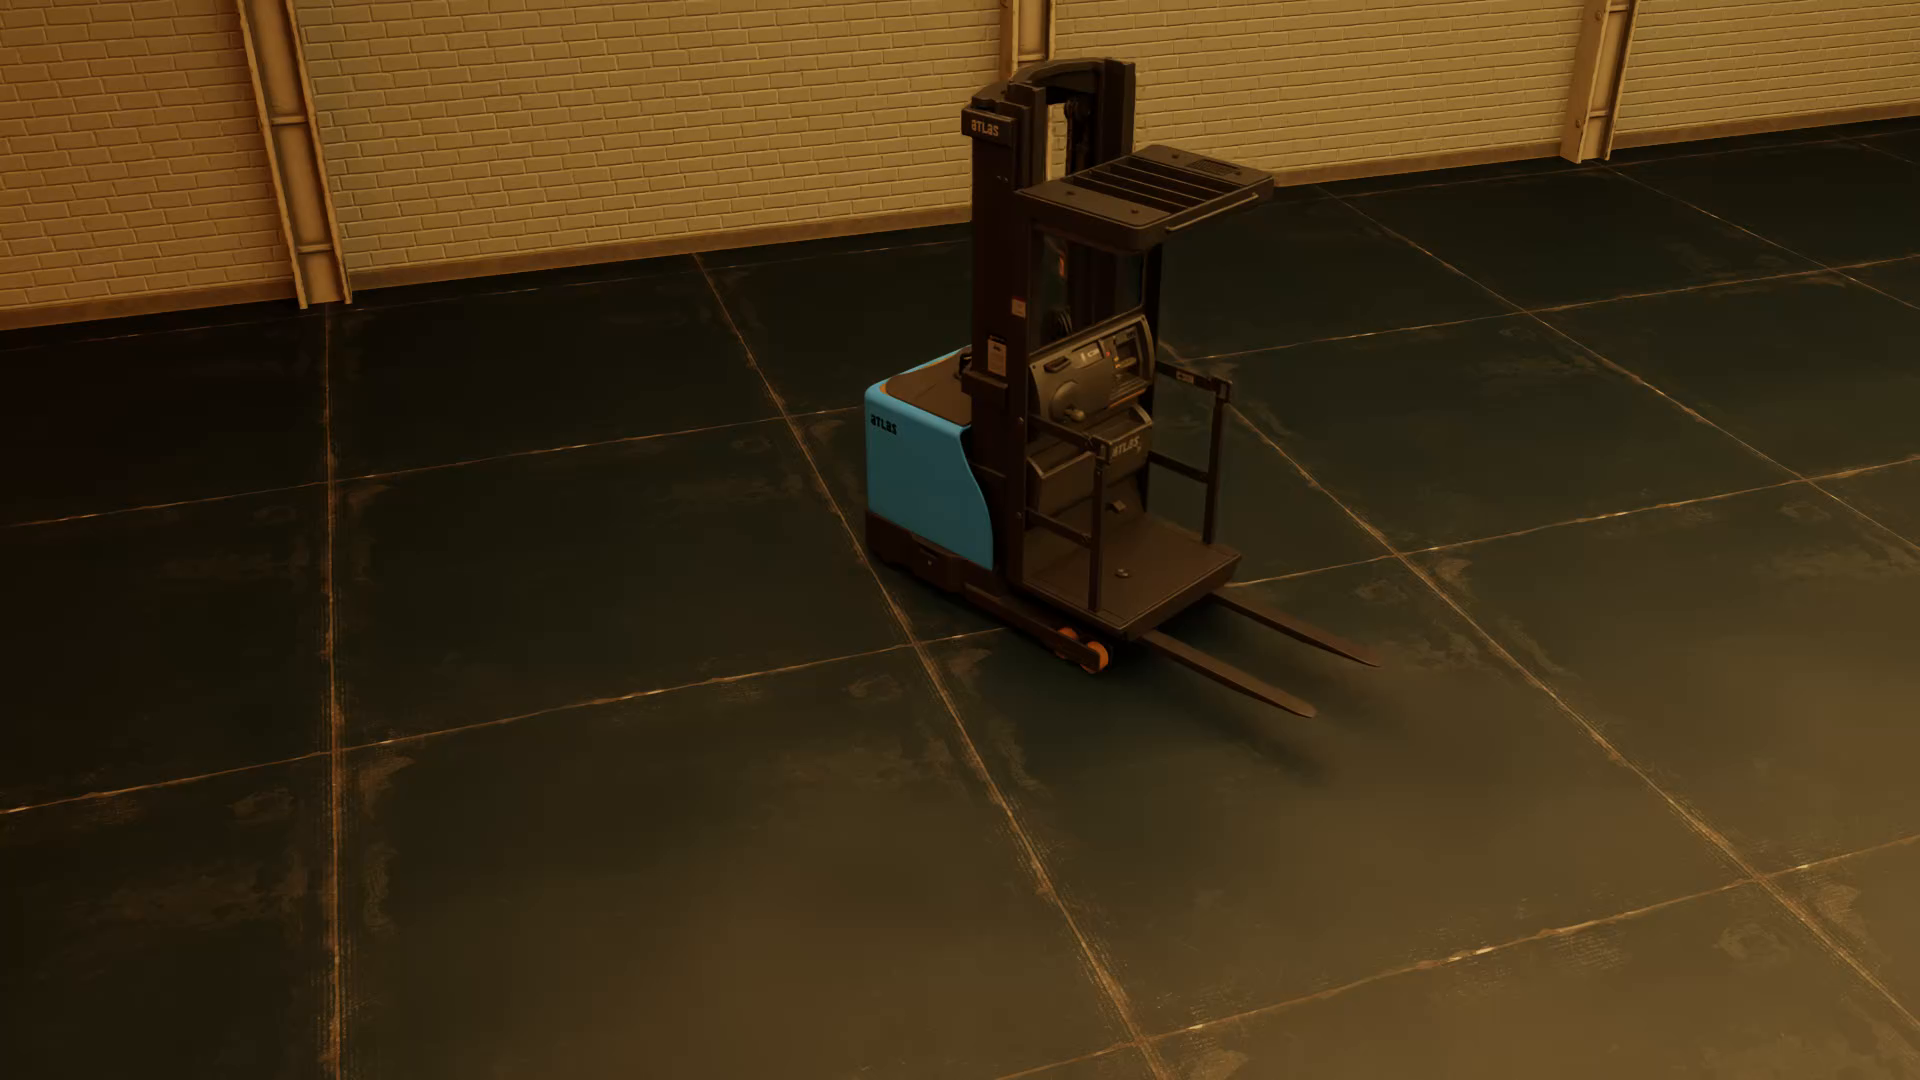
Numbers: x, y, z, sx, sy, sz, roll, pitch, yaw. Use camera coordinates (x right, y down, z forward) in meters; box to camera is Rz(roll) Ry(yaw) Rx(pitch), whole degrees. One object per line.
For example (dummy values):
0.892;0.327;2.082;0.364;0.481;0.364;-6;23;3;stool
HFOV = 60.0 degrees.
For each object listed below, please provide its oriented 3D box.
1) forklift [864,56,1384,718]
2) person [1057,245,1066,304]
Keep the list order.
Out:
0.851;-0.859;8.580;3.031;2.935;1.130;26;39;37;forklift
0.849;-1.152;10.567;0.806;1.483;0.570;-13;32;-21;person
